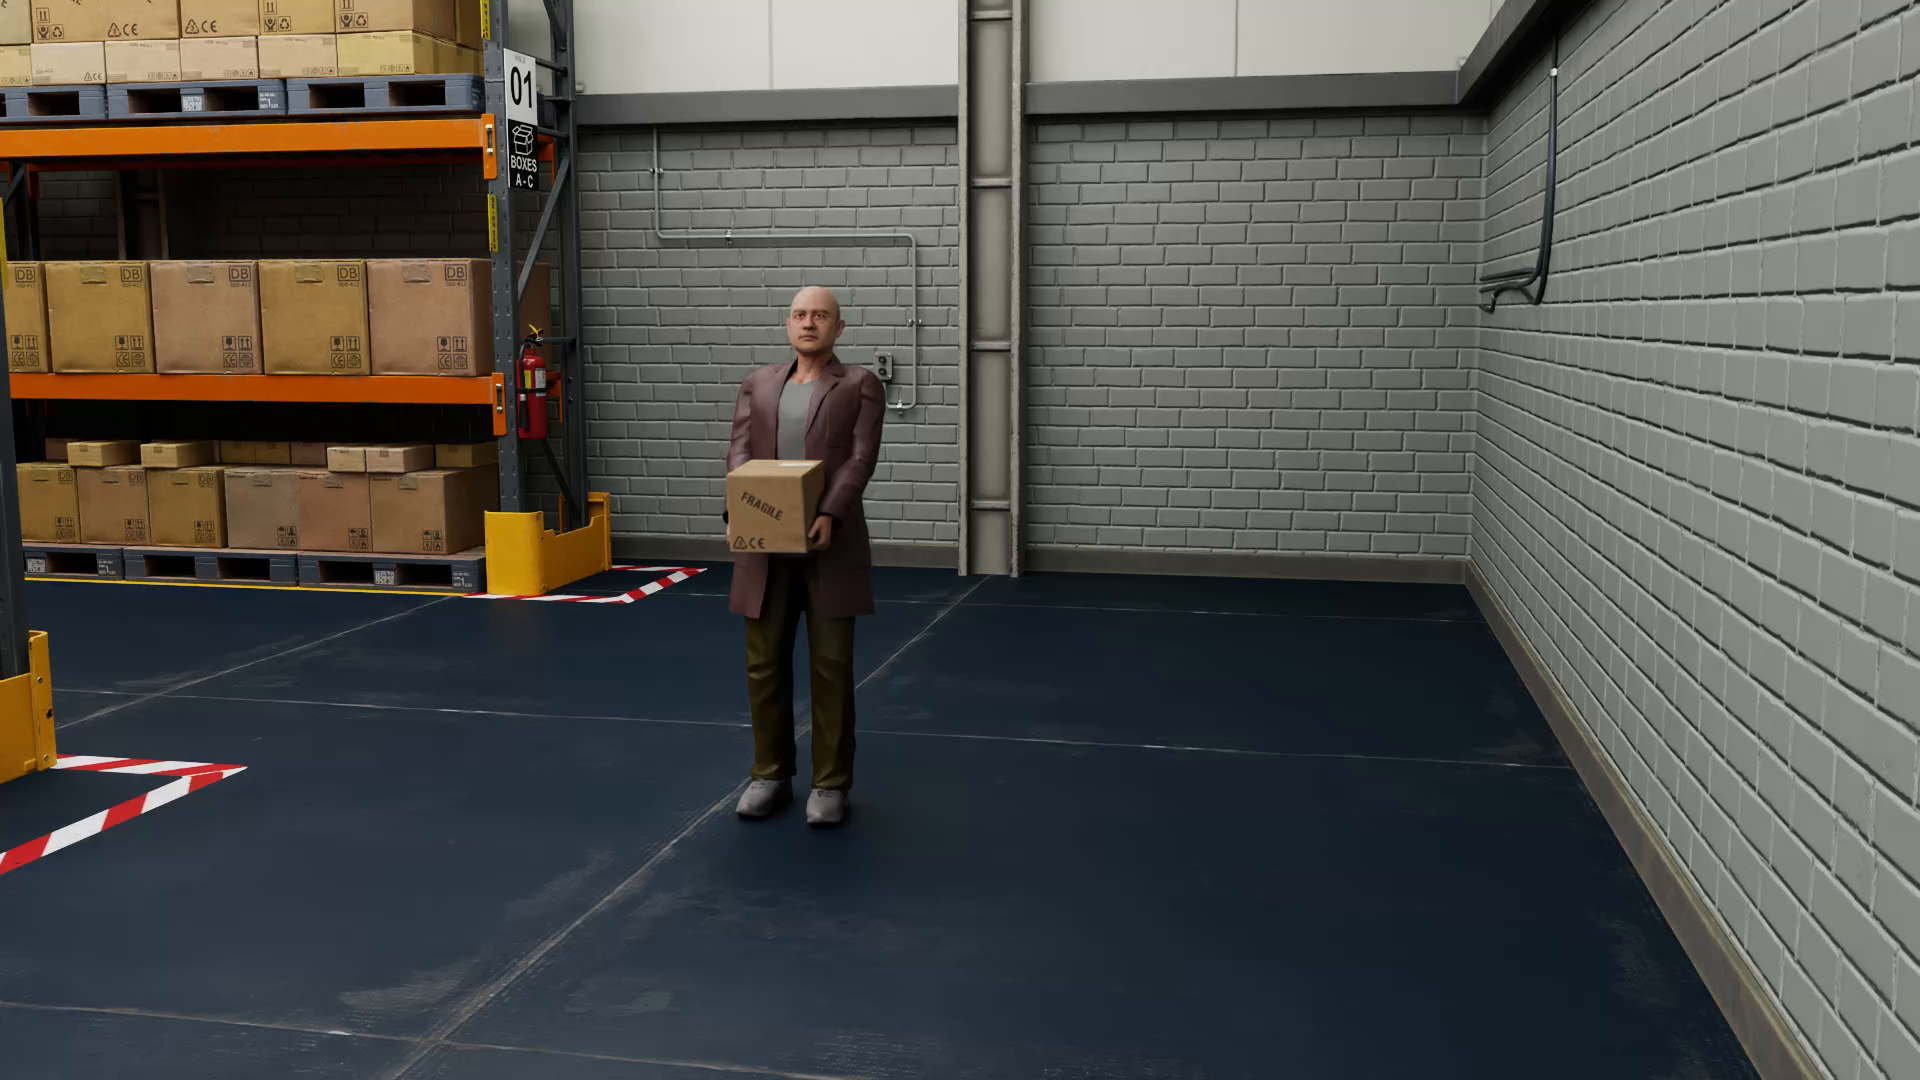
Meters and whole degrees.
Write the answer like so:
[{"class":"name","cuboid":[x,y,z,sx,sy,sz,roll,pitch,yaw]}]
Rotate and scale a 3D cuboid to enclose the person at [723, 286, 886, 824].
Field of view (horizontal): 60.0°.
[{"class":"person","cuboid":[-0.538,0.050,5.511,0.530,1.769,0.561,2,8,11]}]
